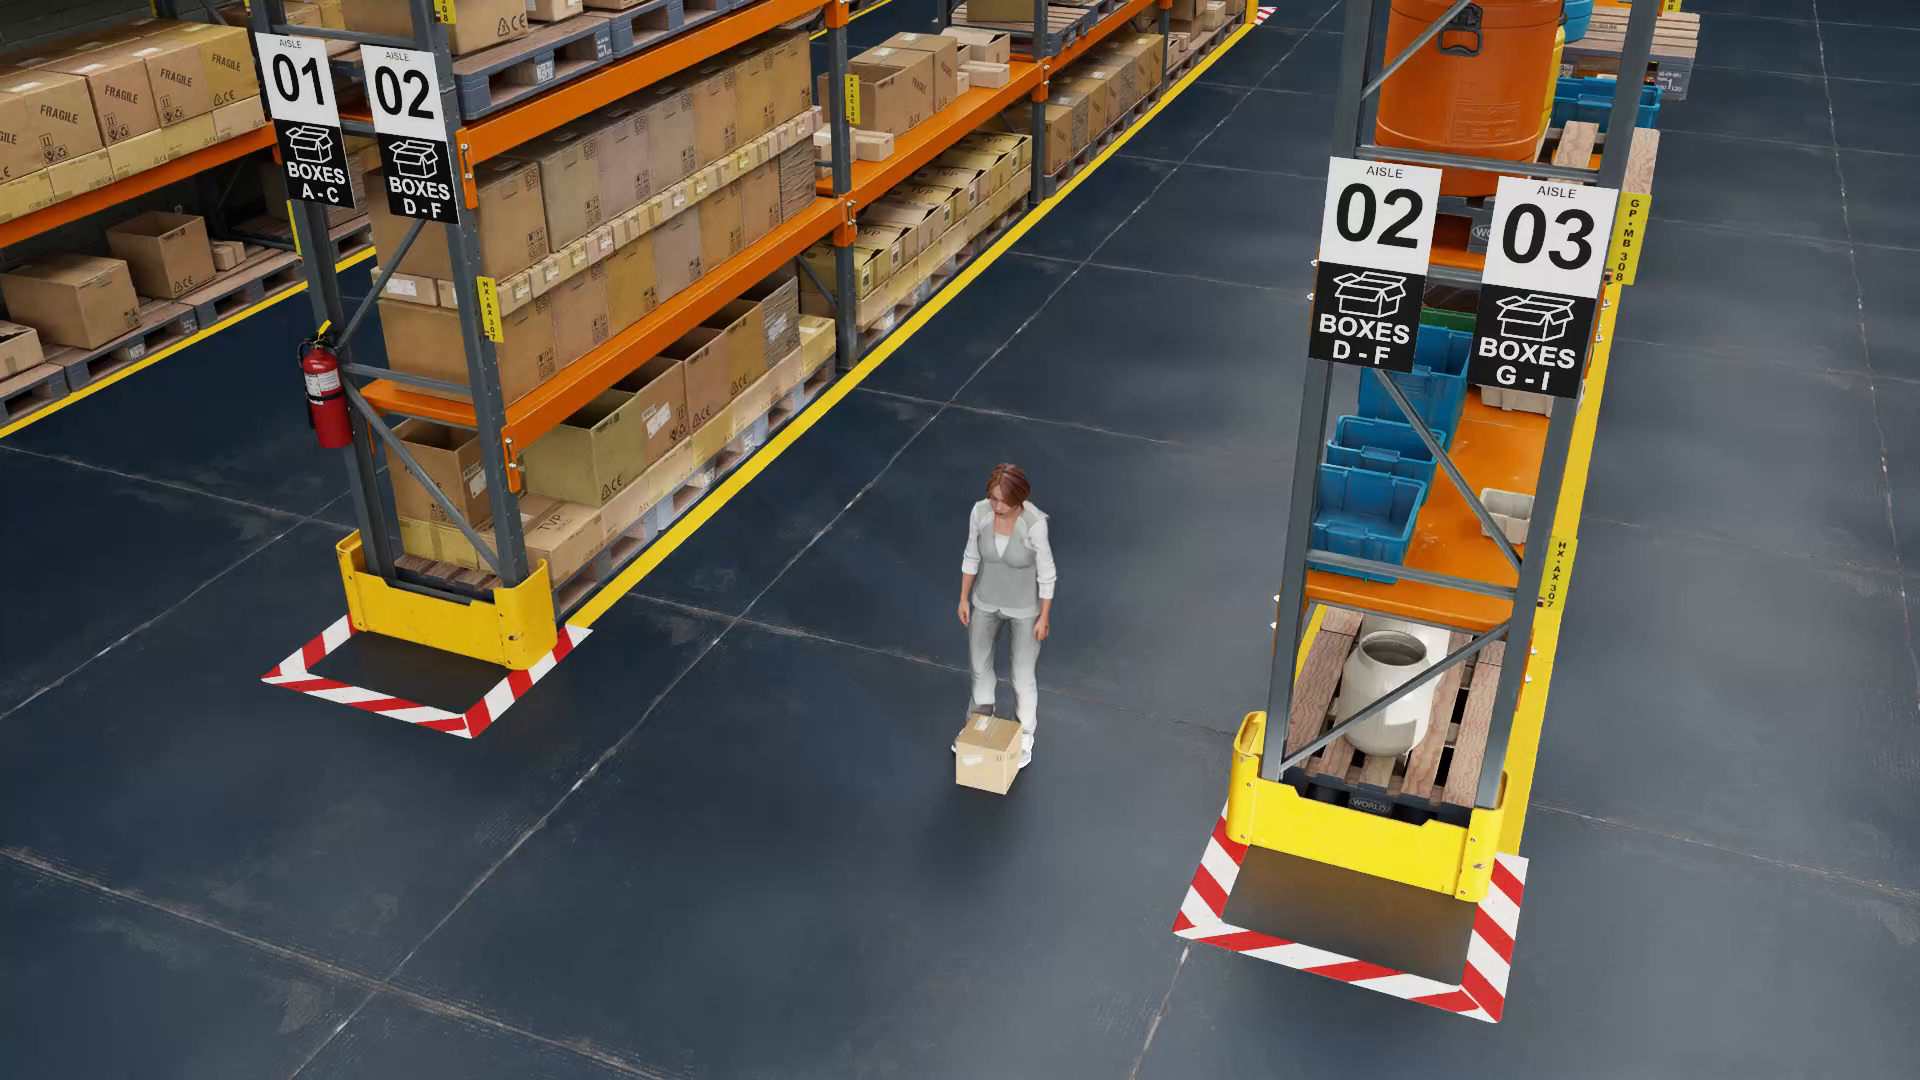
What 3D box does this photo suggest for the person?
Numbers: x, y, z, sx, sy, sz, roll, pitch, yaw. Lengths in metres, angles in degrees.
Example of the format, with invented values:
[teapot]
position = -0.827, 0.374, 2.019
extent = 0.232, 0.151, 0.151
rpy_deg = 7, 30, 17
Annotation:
[person]
position = 0.220, 0.329, 7.826
extent = 0.461, 1.593, 0.343
rpy_deg = 12, 32, 19
